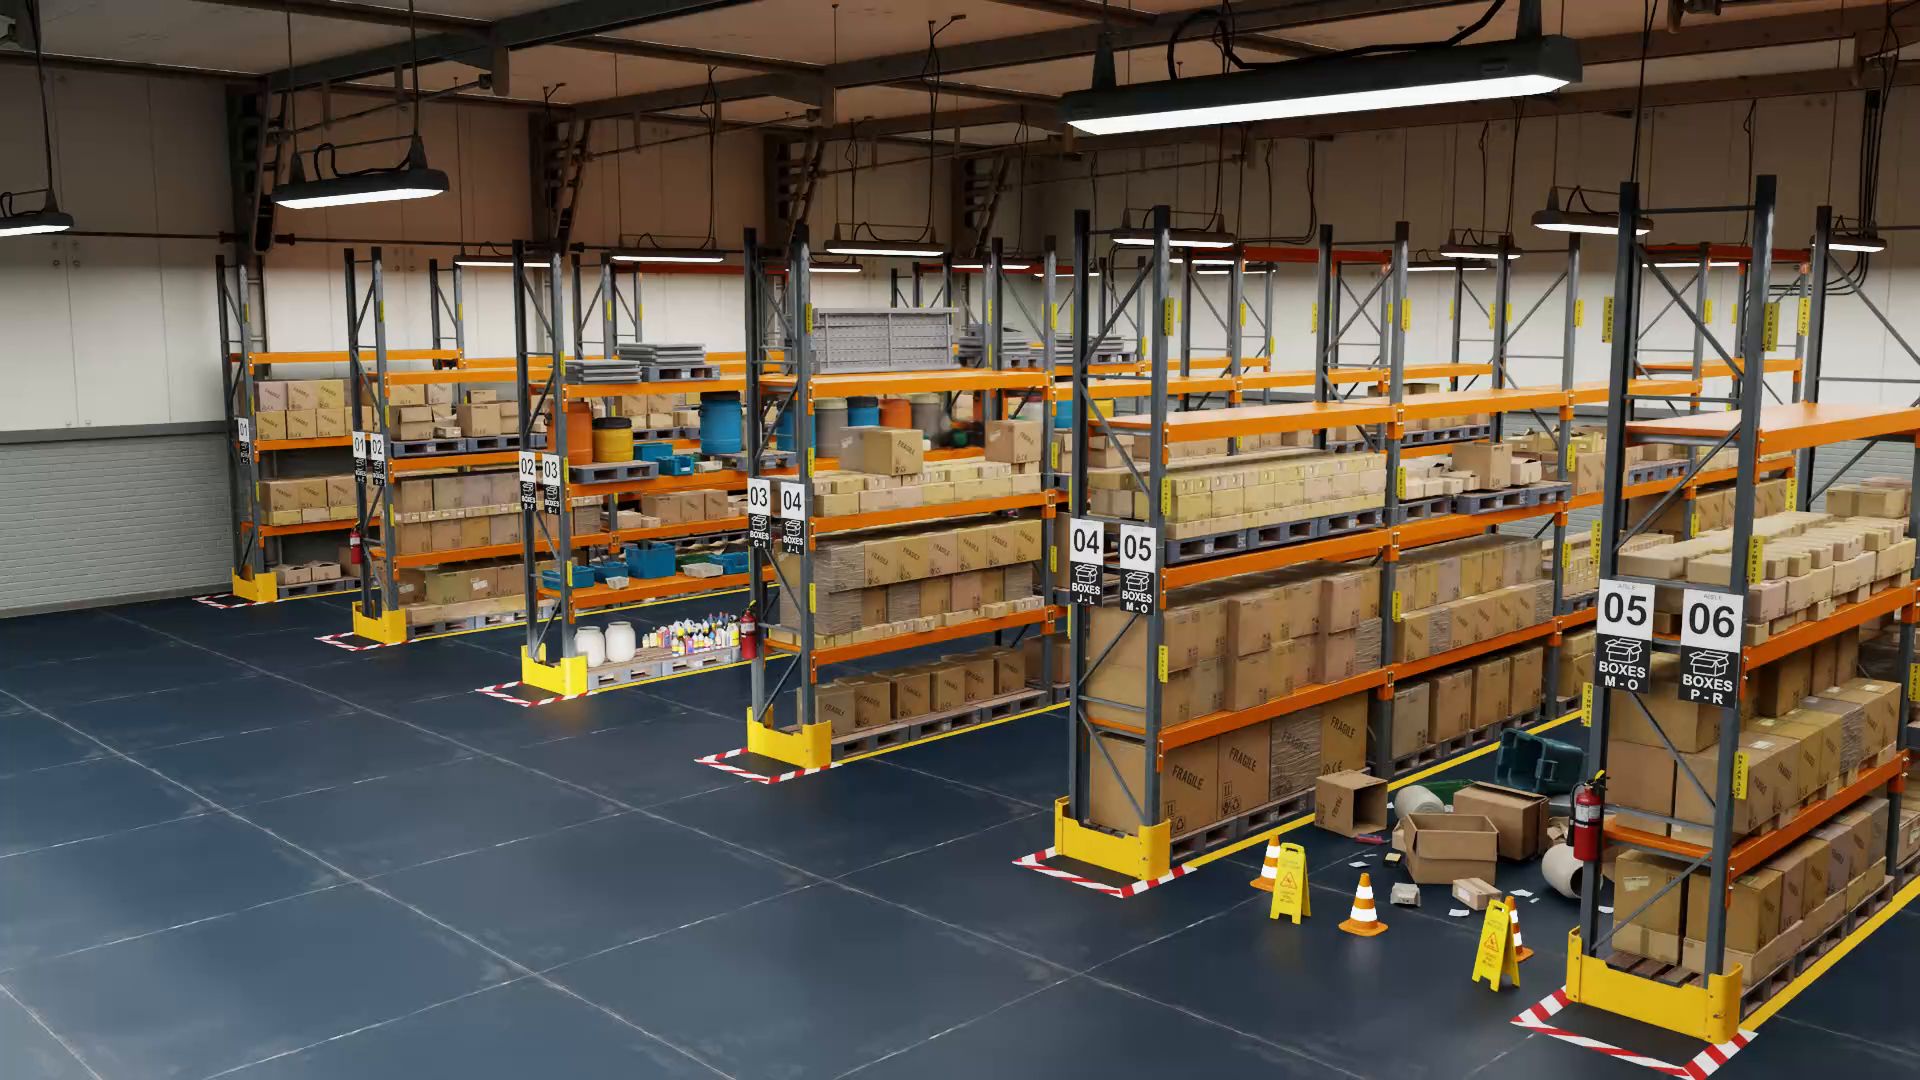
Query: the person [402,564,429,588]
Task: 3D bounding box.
[{"bbox_3d":[-9.225,0.350,28.301,0.581,1.721,0.797,6,10,36],"label":"person"}]
